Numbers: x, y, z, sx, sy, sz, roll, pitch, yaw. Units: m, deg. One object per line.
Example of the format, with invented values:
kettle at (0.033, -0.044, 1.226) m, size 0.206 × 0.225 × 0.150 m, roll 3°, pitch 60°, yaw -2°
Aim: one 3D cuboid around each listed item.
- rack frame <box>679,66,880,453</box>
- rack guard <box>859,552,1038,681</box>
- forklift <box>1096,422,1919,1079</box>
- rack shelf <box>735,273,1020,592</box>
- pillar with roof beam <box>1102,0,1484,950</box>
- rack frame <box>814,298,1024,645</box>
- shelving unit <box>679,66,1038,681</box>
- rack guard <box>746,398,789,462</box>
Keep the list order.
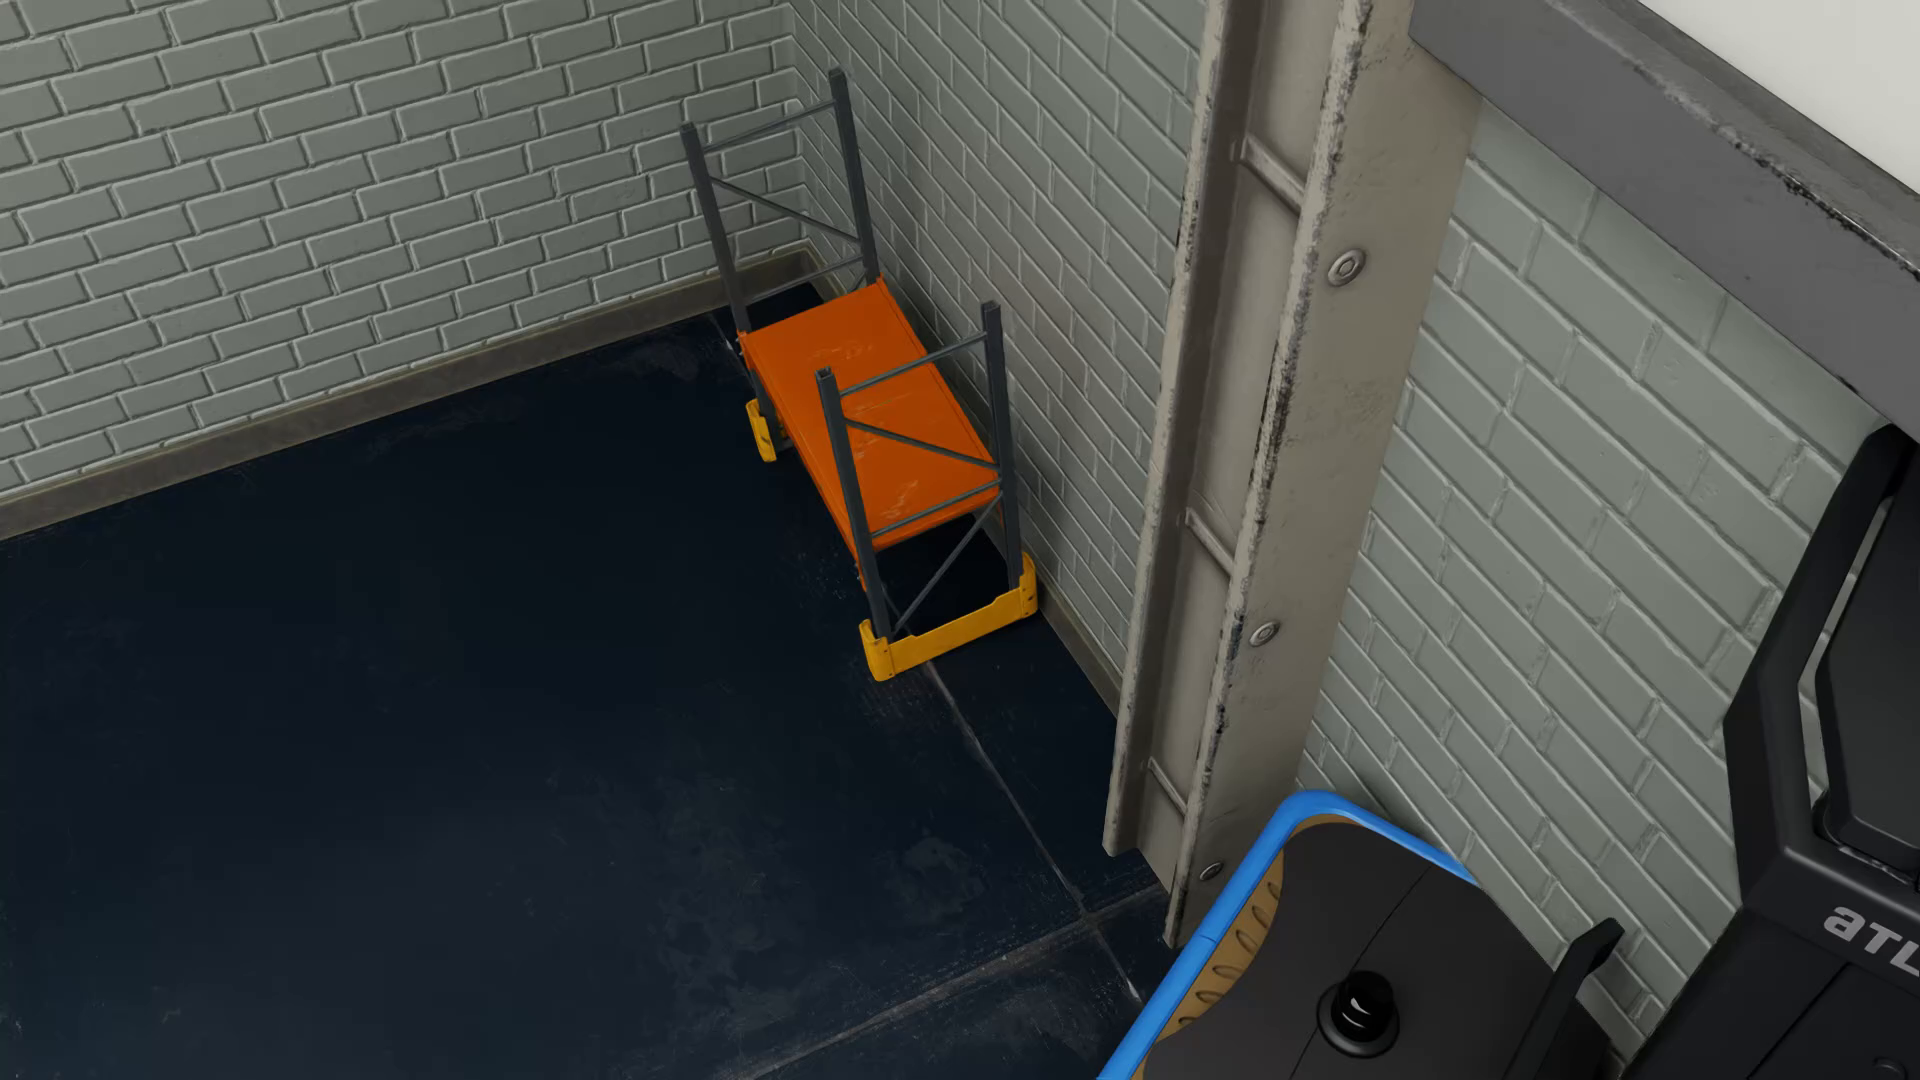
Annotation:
rack frame at (-0.500, -0.832, 5.332) m, size 0.500 × 1.500 × 0.032 m, roll -23°, pitch 57°, yaw -10°
rack guard at (-0.029, 0.246, 5.316) m, size 0.587 × 0.250 × 0.087 m, roll -23°, pitch 57°, yaw -10°
forklift at (1.732, 1.231, 2.727) m, size 3.031 × 2.935 × 1.130 m, roll 28°, pitch 54°, yaw 22°
rack shelf at (-0.271, -0.360, 5.209) m, size 0.538 × 0.185 × 1.000 m, roll -23°, pitch 57°, yaw -10°
pillar with roof beam at (-3.180, -0.498, 0.207) m, size 9.100 × 9.000 × 0.400 m, roll -21°, pitch 52°, yaw -18°
rack frame at (-0.071, -0.087, 4.789) m, size 0.500 × 1.500 × 0.032 m, roll -23°, pitch 57°, yaw -10°
shelving unit at (-0.289, -0.466, 5.066) m, size 0.587 × 1.500 × 1.083 m, roll -23°, pitch 57°, yaw -10°
rack guard at (-0.450, -0.483, 5.848) m, size 0.587 × 0.250 × 0.087 m, roll -23°, pitch 57°, yaw -10°
